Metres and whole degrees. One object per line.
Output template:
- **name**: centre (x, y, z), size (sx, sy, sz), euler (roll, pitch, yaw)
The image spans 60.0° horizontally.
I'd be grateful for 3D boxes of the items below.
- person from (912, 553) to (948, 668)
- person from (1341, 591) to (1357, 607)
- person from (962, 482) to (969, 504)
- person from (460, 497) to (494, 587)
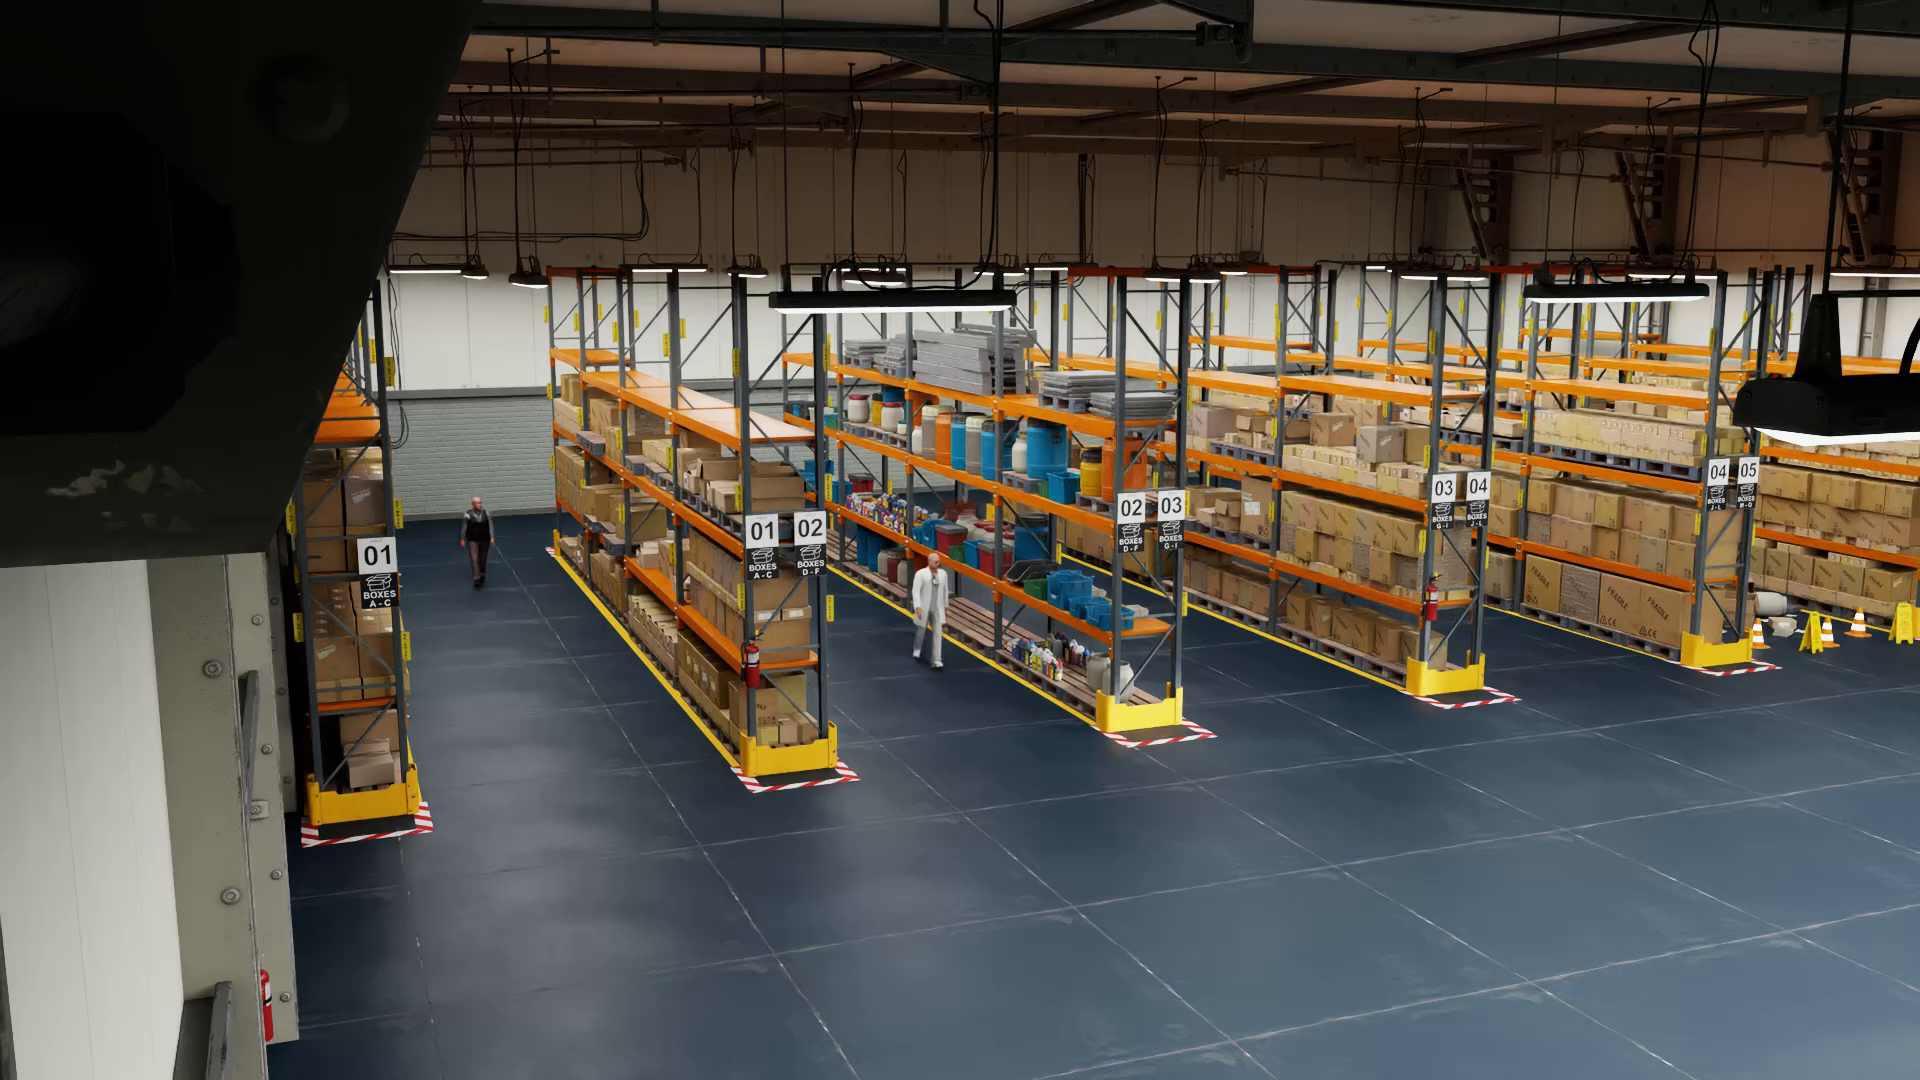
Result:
- **person**: centre (-0.435, 1.064, 25.558), size (0.672, 1.735, 1.084), euler (-4, 11, -23)
- **person**: centre (6.752, 0.473, 28.942), size (0.636, 1.739, 0.678), euler (-2, 10, -10)
- **person**: centre (0.092, -1.764, 42.019), size (0.461, 1.597, 1.047), euler (1, 10, 8)
- **person**: centre (-9.165, 0.015, 31.630), size (0.611, 1.652, 1.082), euler (-5, 11, -26)
